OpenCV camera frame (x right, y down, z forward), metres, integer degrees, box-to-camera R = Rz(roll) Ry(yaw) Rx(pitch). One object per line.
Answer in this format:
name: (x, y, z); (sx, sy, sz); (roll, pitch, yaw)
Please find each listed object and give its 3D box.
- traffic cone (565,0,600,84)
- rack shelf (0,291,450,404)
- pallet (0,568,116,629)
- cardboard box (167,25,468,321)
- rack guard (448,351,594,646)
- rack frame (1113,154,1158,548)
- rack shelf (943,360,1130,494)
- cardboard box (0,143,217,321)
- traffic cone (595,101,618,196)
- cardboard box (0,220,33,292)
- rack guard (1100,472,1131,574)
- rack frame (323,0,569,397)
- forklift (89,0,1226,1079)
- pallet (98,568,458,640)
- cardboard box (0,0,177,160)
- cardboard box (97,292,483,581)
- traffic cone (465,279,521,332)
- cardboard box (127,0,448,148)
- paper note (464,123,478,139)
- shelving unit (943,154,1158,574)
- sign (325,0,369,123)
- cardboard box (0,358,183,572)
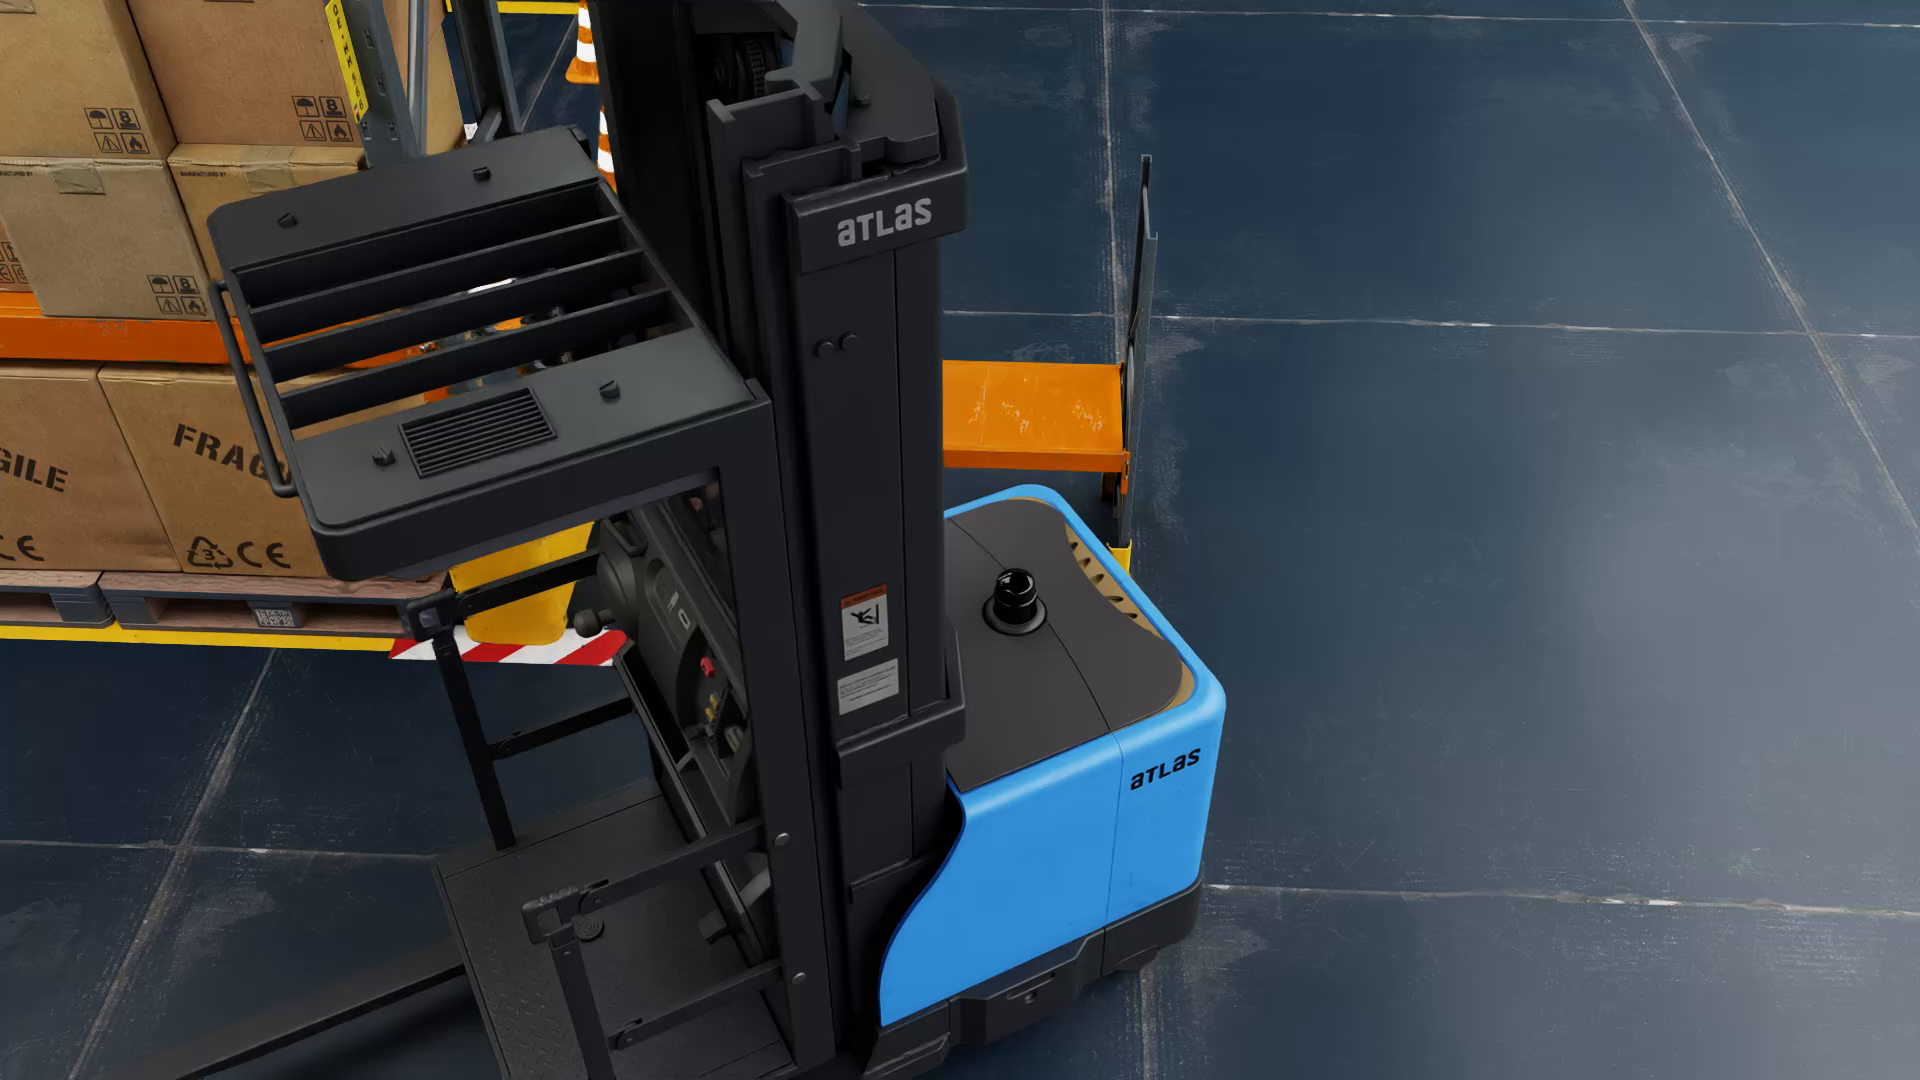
traffic cone: (-1.943, -2.710, 8.819); (0.334, 0.463, 0.336); (2, 43, 2)
rack shelf: (-3.576, -0.928, 5.573); (4.000, 0.370, 1.077); (2, 43, 2)
pallet: (-3.595, -0.120, 6.224); (1.213, 0.211, 1.003); (2, 43, 2)
cardboard box: (-1.950, -1.165, 5.190); (0.550, 0.550, 0.875); (2, 43, 2)
rack guard: (-1.554, -0.214, 6.113); (0.348, 0.500, 1.175); (2, 43, 2)
rack frame: (0.593, -0.531, 5.719); (0.032, 1.500, 0.500); (2, 43, 2)
rack shelf: (0.085, -0.415, 5.859); (1.000, 0.185, 0.538); (2, 43, 2)
cardboard box: (-2.501, -1.167, 5.192); (0.550, 0.550, 0.875); (2, 43, 2)
traffic cone: (-1.654, -1.943, 7.997); (0.334, 0.463, 0.336); (2, 43, 2)
cardboard box: (-3.055, -1.269, 5.302); (0.550, 0.550, 0.875); (2, 43, 2)
rack guard: (0.574, -0.074, 6.146); (0.087, 0.250, 0.587); (2, 43, 2)
rack frame: (-1.578, -1.129, 5.262); (0.127, 3.000, 1.000); (2, 43, 2)
forklift: (-0.846, 0.280, 3.799); (3.031, 2.935, 1.130); (-19, 46, -20)
pallet: (-2.380, -0.080, 6.181); (1.213, 0.211, 1.003); (2, 43, 2)
cardboard box: (-2.500, -1.571, 4.834); (0.550, 0.550, 0.875); (2, 43, 2)
cardboard box: (-2.258, -0.481, 5.817); (0.875, 0.875, 0.875); (2, 43, 2)
traffic cone: (-2.044, -1.184, 7.182); (0.334, 0.463, 0.336); (2, 43, 2)
cardboard box: (-1.947, -1.617, 4.883); (0.550, 0.550, 0.875); (2, 43, 2)
paper note: (-2.490, -2.090, 8.471); (0.142, 0.019, 0.148); (-12, 44, -13)
shelving unit: (0.076, -0.546, 5.736); (1.083, 1.500, 0.587); (2, 43, 2)
sign: (-1.616, -1.271, 4.390); (0.005, 0.325, 0.100); (2, 43, 2)
cardboard box: (-3.137, -0.507, 5.844); (0.875, 0.875, 0.875); (1, 43, 1)
